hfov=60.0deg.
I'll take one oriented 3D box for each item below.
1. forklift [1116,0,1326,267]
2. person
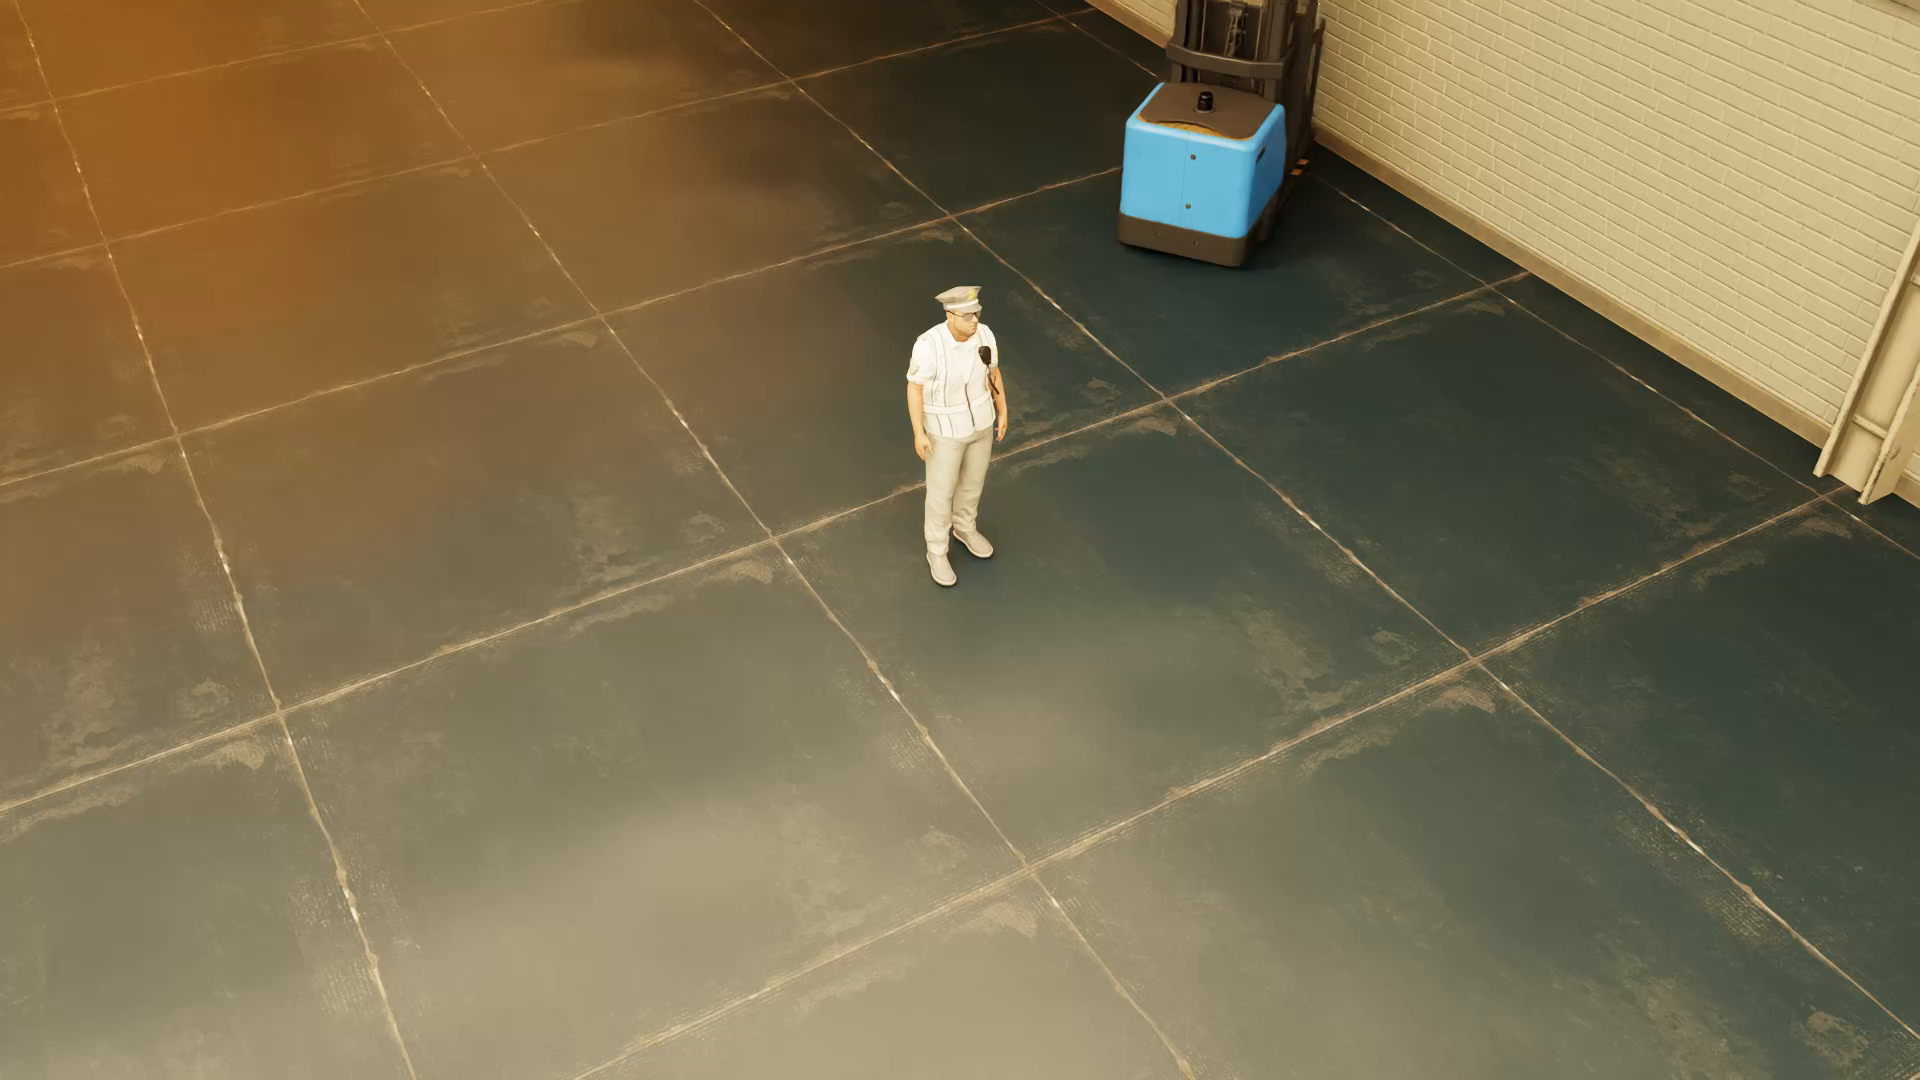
[{"bbox_3d":[2.310,-4.161,13.053,1.130,2.935,3.031,16,42,19],"label":"forklift"},{"bbox_3d":[0.028,-0.645,9.702,0.640,1.781,0.575,-20,44,-23],"label":"person"}]
